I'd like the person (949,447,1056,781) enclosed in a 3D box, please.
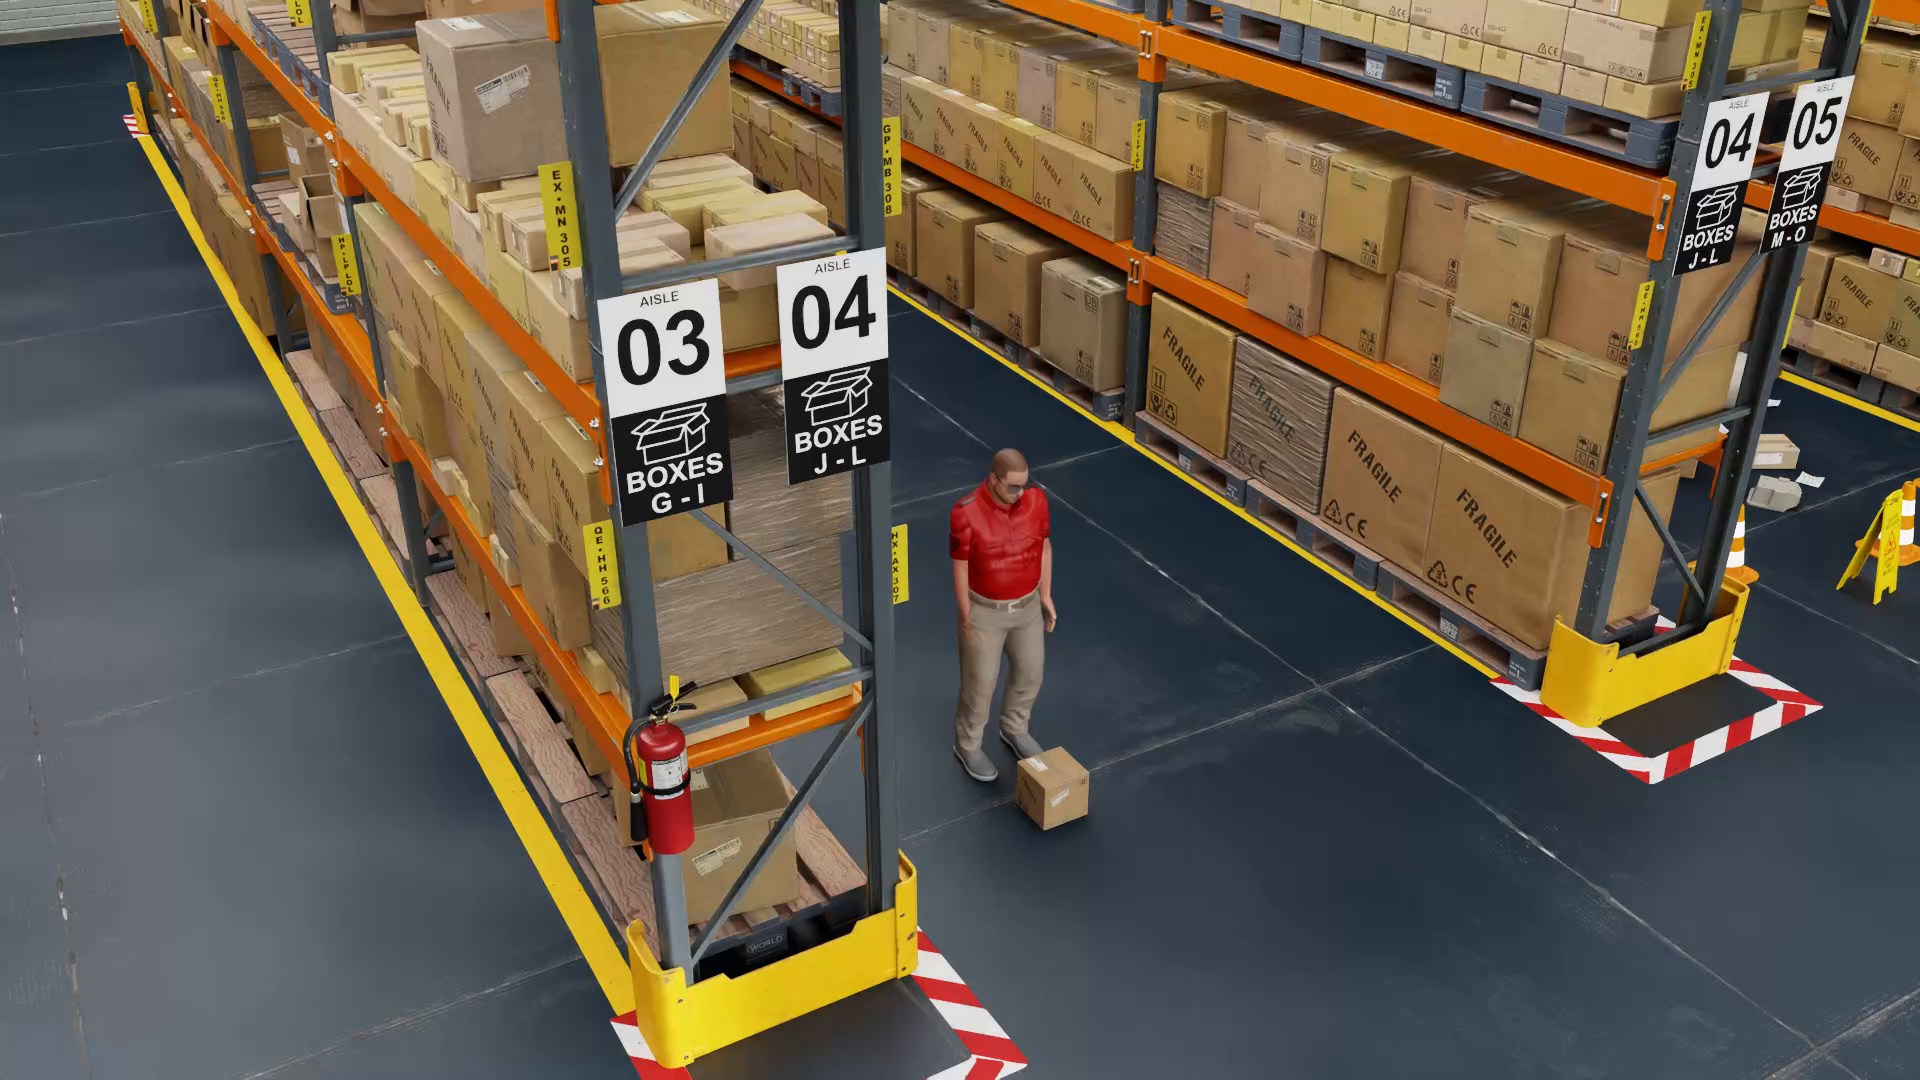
[{"bbox_3d":[0.214,0.335,7.994,0.534,1.718,0.356,-15,32,-25],"label":"person"}]
